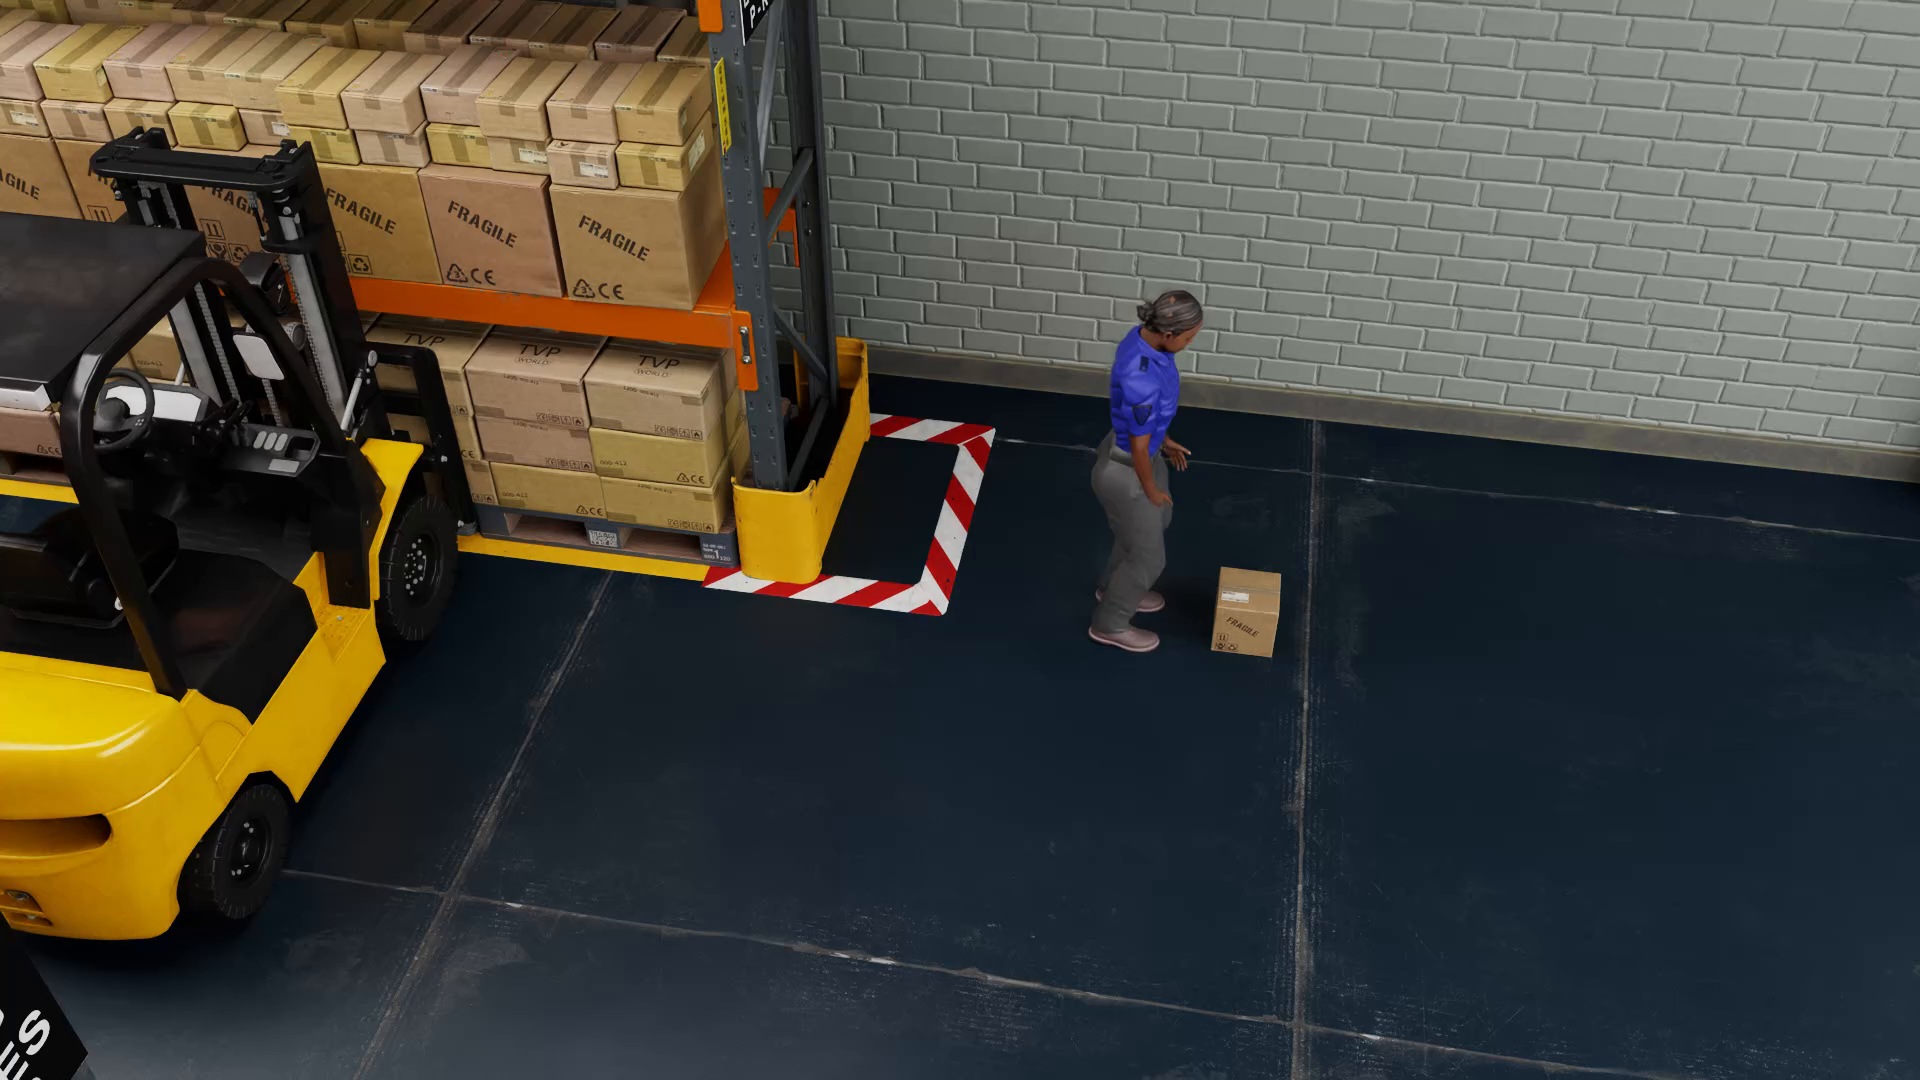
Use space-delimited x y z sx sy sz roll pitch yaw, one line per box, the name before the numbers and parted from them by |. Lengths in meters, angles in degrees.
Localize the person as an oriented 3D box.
person | 0.711 -0.285 6.533 0.367 1.618 0.453 8 41 9
